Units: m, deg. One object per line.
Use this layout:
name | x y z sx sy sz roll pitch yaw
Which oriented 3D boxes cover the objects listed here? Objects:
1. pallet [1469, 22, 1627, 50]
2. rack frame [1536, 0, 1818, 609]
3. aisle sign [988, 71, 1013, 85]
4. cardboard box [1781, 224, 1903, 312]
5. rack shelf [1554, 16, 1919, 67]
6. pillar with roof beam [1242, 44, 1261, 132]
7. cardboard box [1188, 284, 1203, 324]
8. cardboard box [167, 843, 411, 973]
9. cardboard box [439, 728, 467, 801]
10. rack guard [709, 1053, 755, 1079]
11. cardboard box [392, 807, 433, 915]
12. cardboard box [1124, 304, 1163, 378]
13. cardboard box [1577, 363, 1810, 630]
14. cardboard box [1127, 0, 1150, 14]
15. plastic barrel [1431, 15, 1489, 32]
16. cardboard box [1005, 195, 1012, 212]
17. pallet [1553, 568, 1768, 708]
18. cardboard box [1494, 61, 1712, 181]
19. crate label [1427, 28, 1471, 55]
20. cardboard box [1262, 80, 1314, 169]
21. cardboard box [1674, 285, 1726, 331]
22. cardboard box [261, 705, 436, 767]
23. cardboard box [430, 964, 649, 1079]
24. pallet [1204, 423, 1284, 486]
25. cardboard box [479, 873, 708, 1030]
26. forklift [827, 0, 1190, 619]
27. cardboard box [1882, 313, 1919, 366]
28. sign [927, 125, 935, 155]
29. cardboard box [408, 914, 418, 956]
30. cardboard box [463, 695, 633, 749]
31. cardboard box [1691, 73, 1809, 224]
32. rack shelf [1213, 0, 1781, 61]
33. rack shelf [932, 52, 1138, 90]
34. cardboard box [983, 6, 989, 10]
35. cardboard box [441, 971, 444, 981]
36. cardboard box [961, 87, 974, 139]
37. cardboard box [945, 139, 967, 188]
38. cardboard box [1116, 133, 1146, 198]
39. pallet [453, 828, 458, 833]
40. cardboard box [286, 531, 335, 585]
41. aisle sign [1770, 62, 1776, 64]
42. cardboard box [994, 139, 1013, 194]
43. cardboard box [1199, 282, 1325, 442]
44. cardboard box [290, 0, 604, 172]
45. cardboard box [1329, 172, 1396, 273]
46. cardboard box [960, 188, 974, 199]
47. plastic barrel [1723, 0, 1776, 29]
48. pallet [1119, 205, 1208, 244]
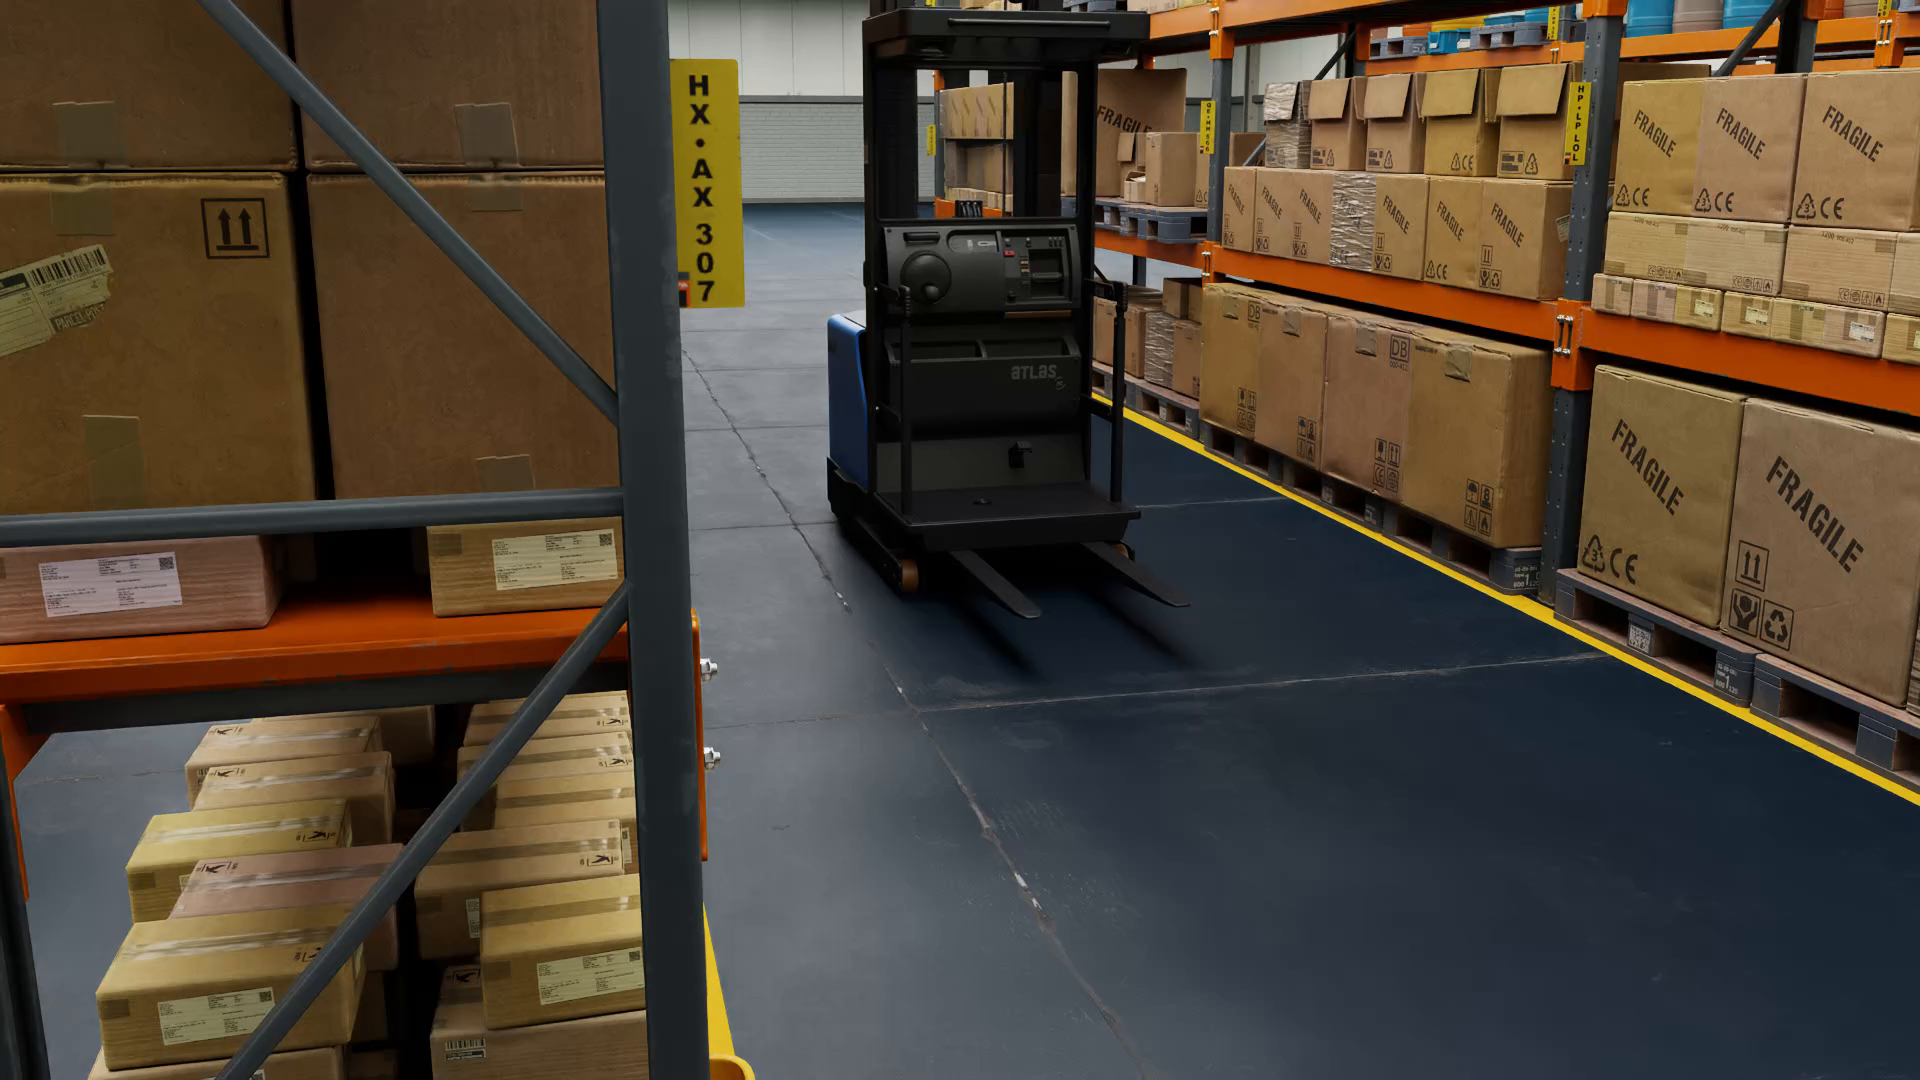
pallet | 5.707 -4.847 16.023 1.213 0.211 1.003 -3 14 -13
rack frame | 3.036 -1.199 7.014 1.000 3.000 0.127 -3 14 -13
aisle sign | 0.495 -5.261 18.163 0.394 0.787 0.004 -3 14 -13
cardboard box | 3.131 -0.913 5.534 0.500 0.250 0.500 -3 14 -12
rack shelf | 6.441 -3.967 13.539 1.077 0.370 4.000 -3 14 -13
pillar with roof beam | 4.437 -14.277 47.905 9.100 9.000 0.400 -3 14 -13
cardboard box | 1.910 -1.638 11.572 0.500 0.250 0.500 -3 14 -11
cardboard box | -1.244 0.700 3.111 0.380 0.149 0.250 -3 14 -12
cardboard box | -1.109 0.579 4.232 0.380 0.149 0.250 -3 14 -10
rack guard | -0.888 1.174 2.569 1.175 0.500 0.348 -3 14 -13
cardboard box | -1.358 0.720 3.655 0.380 0.149 0.250 -3 14 -14
cardboard box | 1.637 -1.532 12.718 0.700 0.500 0.500 -2 14 -8
cardboard box | 3.113 -0.214 6.575 0.875 0.875 0.875 -3 14 -13
cardboard box | 1.501 -3.832 11.786 0.500 0.250 0.500 -3 14 -12
plastic barrel | 5.423 -5.740 17.999 0.600 0.588 0.600 0 14 0
cardboard box | 0.604 -3.126 15.432 0.380 0.149 0.250 -3 14 -13
pallet | 3.138 0.336 6.609 1.003 0.211 1.213 -3 14 -13
cardboard box | 2.878 -1.882 7.484 0.797 0.503 0.637 -4 14 -15
crate label | 5.150 -5.178 17.294 0.502 0.251 0.408 -3 14 -13
cardboard box | 2.252 -2.488 9.966 0.797 0.503 0.637 -3 14 -11
cardboard box | 2.906 -0.869 6.192 0.380 0.149 0.250 -3 14 -11
cardboard box | -1.498 0.458 4.101 0.380 0.149 0.250 -4 14 -15
cardboard box | -0.743 0.878 3.007 0.380 0.149 0.250 -3 14 -11
pallet | 2.208 -0.581 10.360 1.003 0.211 1.213 -3 14 -13
cardboard box | -0.662 0.729 2.991 0.380 0.149 0.250 -4 14 -16
forklift | 0.167 -1.281 7.493 1.130 2.935 3.031 -4 14 -15
cardboard box | 3.150 -0.631 5.217 0.380 0.149 0.250 -4 14 -15
sign | -0.310 -4.357 18.118 0.100 0.325 0.005 -3 14 -13
cardboard box | -1.404 0.872 3.658 0.380 0.149 0.250 -3 14 -13
cardboard box | -0.973 0.490 3.970 0.380 0.149 0.250 -3 14 -11
cardboard box | 3.008 -1.396 5.930 0.500 0.500 0.500 -3 14 -13
rack shelf | 2.566 -2.768 8.632 1.077 0.370 4.000 -3 14 -13
rack shelf | 0.687 -4.613 16.186 1.077 0.370 4.000 -3 14 -13
cardboard box | 0.434 -5.112 16.186 0.380 0.149 0.250 -3 14 -14
cardboard box | -0.888 0.907 3.518 0.380 0.149 0.250 -3 14 -13
cardboard box | 0.311 -4.273 16.652 0.500 0.500 0.500 -3 14 -13
cardboard box | 0.320 -4.032 17.772 0.875 0.500 0.500 -3 14 -13
cardboard box | 1.654 -2.904 12.890 0.797 0.503 0.637 -2 14 -7
pallet | -1.327 0.844 4.528 1.003 0.211 1.213 -3 14 -13
cardboard box | -1.243 -0.020 2.717 0.380 0.149 0.250 -3 14 -13
aisle sign | 10.118 -5.813 20.422 0.394 0.787 0.004 -3 14 -13
cardboard box | 0.813 -3.572 15.889 0.875 0.500 0.500 -3 14 -13
cardboard box | 2.238 -1.133 10.337 1.225 0.875 0.875 -4 14 -16
cardboard box | -0.717 -0.820 2.519 0.500 0.500 0.500 -3 14 -14
cardboard box | 2.309 -1.691 8.816 0.500 0.500 0.500 -3 14 -13
cardboard box | 0.216 -3.592 17.340 0.380 0.149 0.250 -3 14 -13
plastic barrel | 6.609 -4.614 13.617 0.600 0.901 0.708 -3 14 -13
pallet | 1.826 -2.187 11.462 1.213 0.211 1.003 -3 14 -13
